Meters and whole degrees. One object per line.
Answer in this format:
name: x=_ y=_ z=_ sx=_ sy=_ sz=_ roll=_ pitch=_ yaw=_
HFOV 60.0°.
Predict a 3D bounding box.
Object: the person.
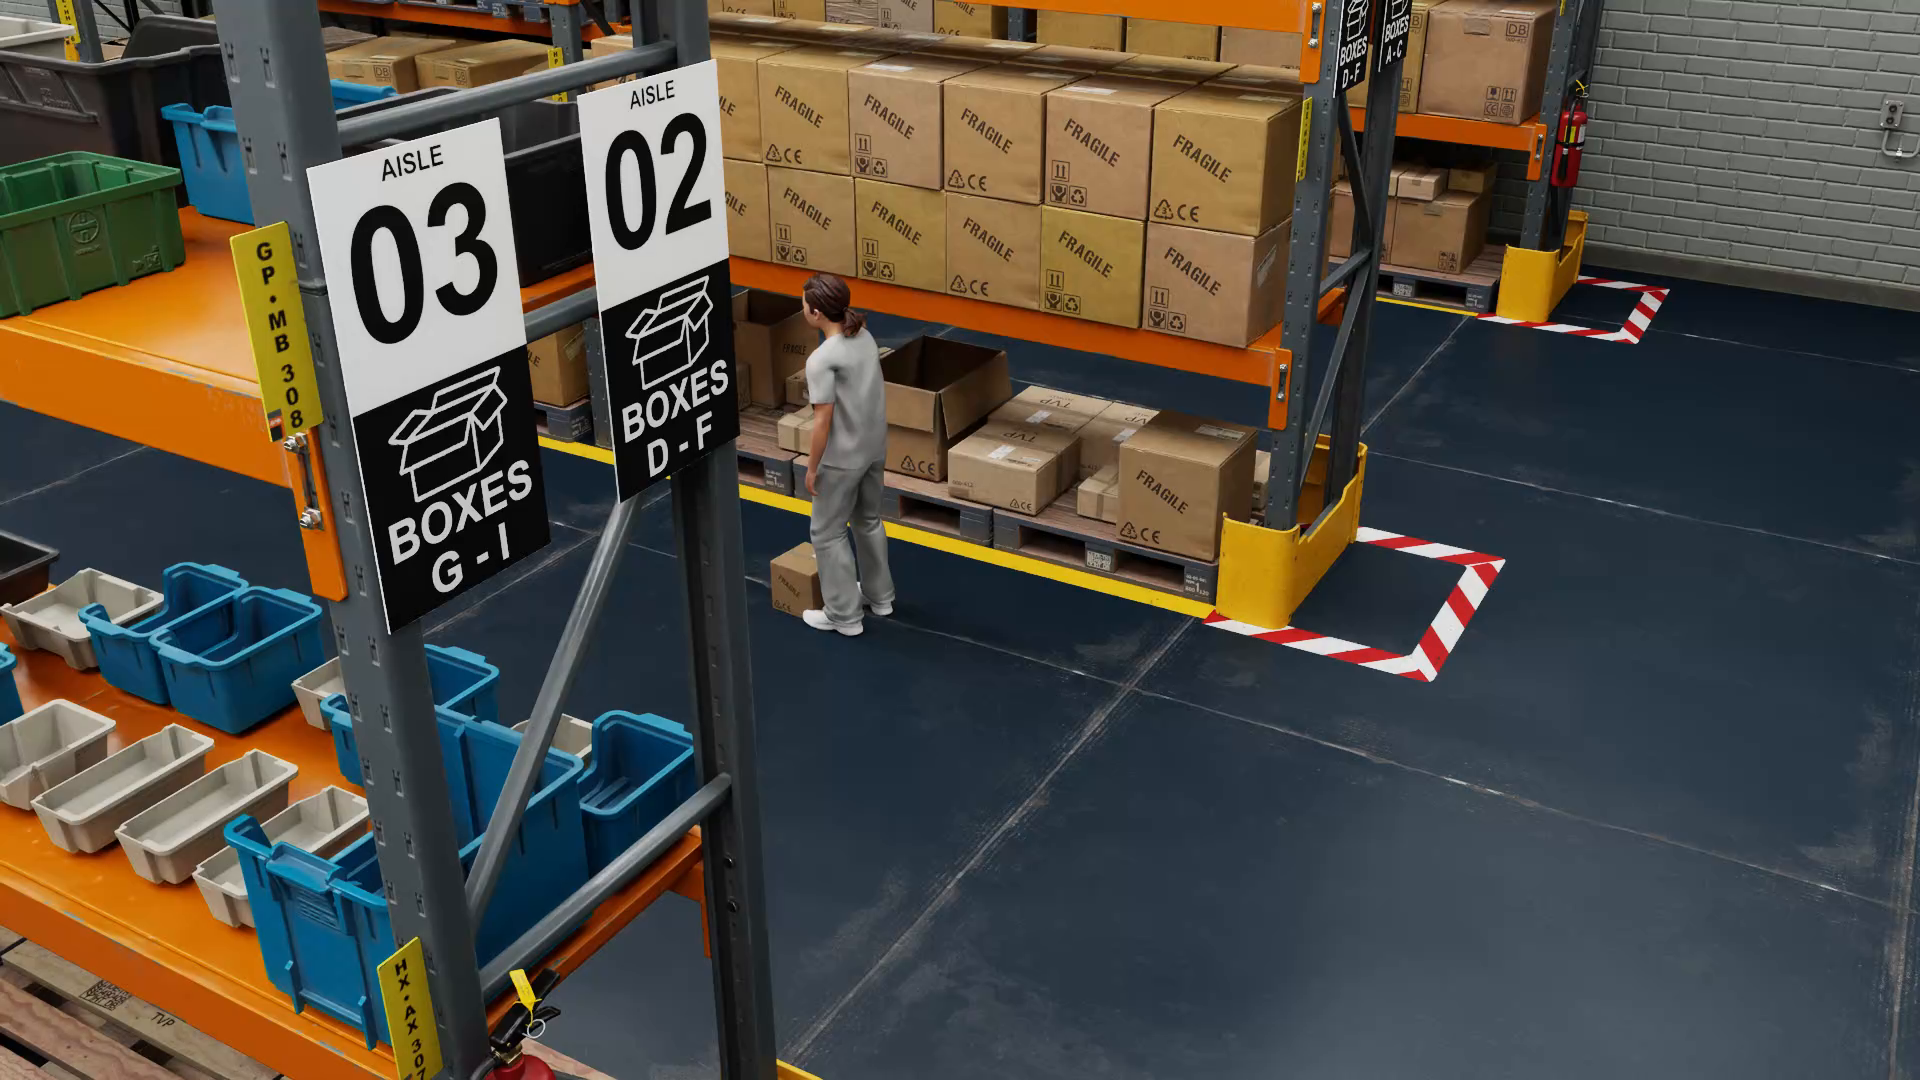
person: x=-0.509 y=-0.374 z=7.363 sx=0.364 sy=1.671 sz=0.514 roll=17 pitch=31 yaw=30
